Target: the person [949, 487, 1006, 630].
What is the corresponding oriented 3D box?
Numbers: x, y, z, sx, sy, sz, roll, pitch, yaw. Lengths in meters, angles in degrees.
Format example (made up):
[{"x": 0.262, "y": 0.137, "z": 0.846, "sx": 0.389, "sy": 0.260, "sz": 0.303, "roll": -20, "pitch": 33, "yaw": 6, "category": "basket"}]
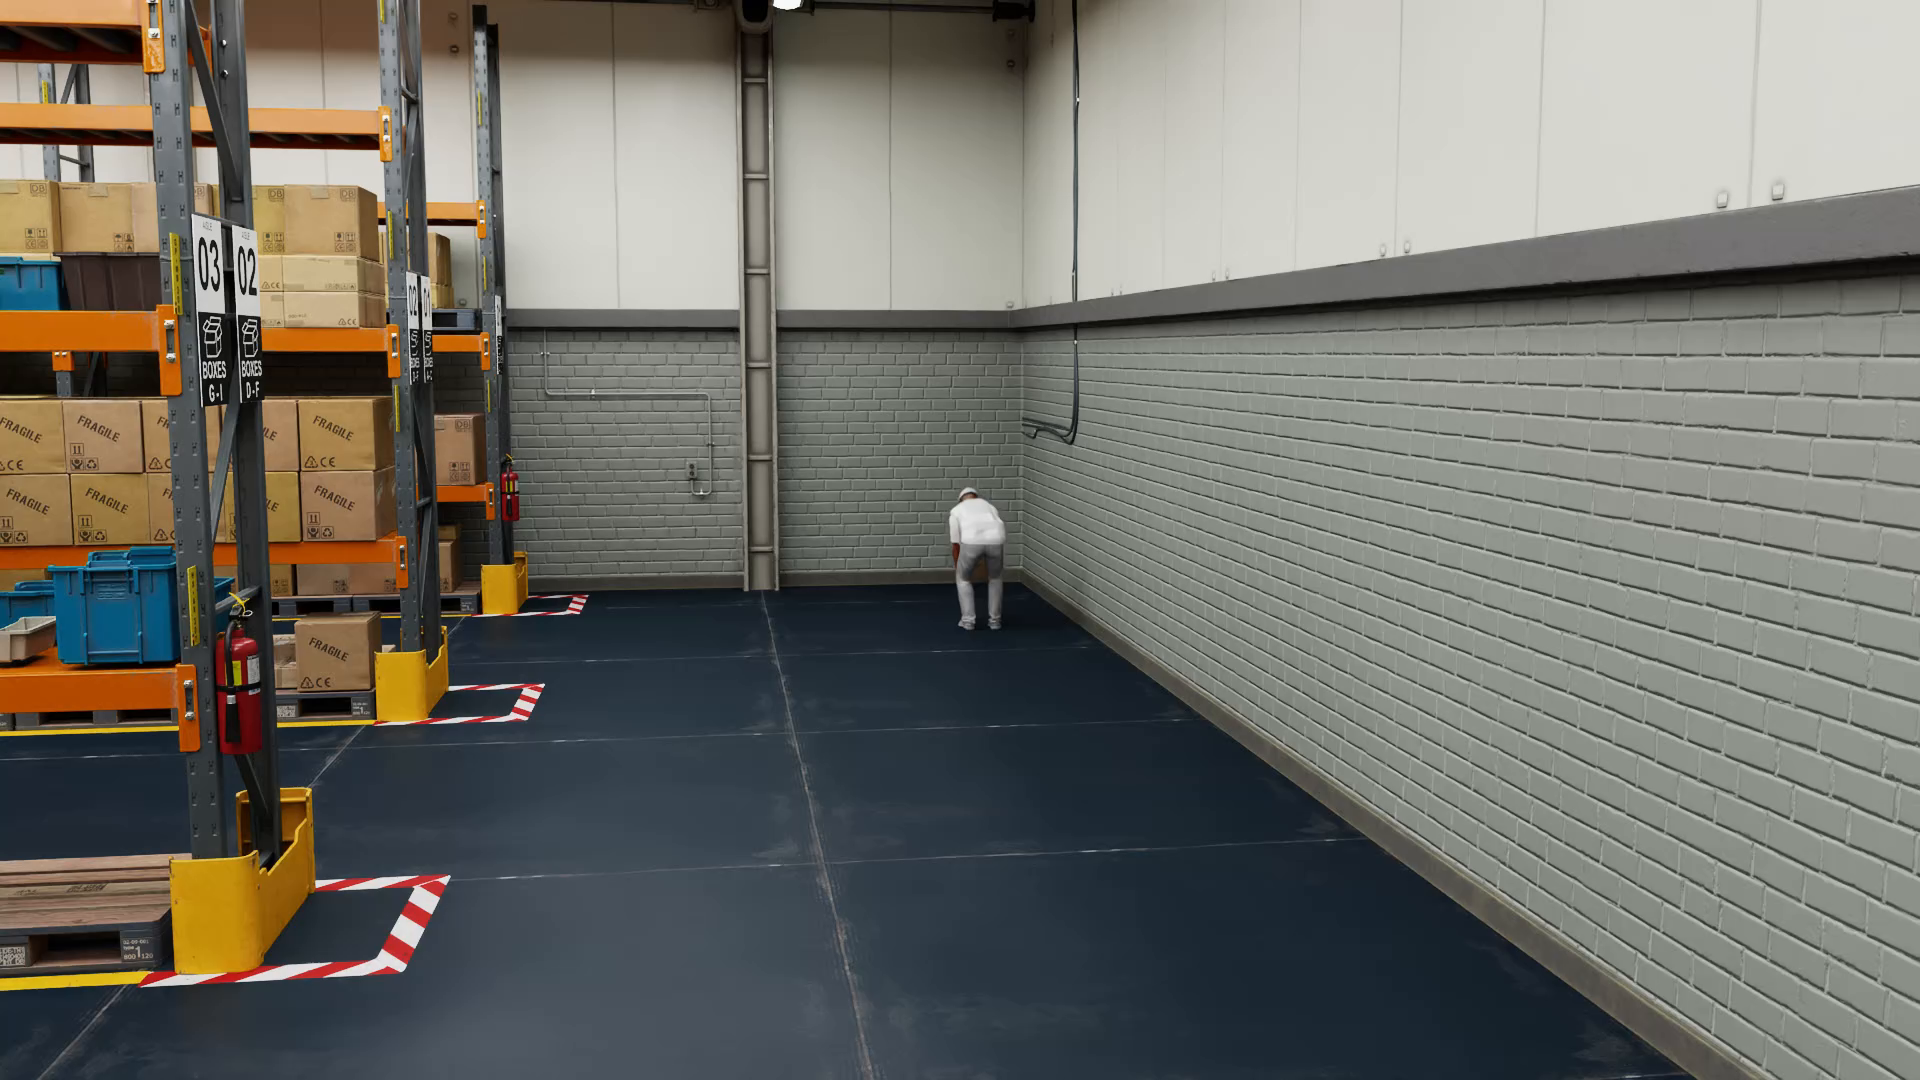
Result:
[{"x": 0.152, "y": 0.171, "z": 16.113, "sx": 0.493, "sy": 1.310, "sz": 0.924, "roll": -1, "pitch": 7, "yaw": -11, "category": "person"}]
